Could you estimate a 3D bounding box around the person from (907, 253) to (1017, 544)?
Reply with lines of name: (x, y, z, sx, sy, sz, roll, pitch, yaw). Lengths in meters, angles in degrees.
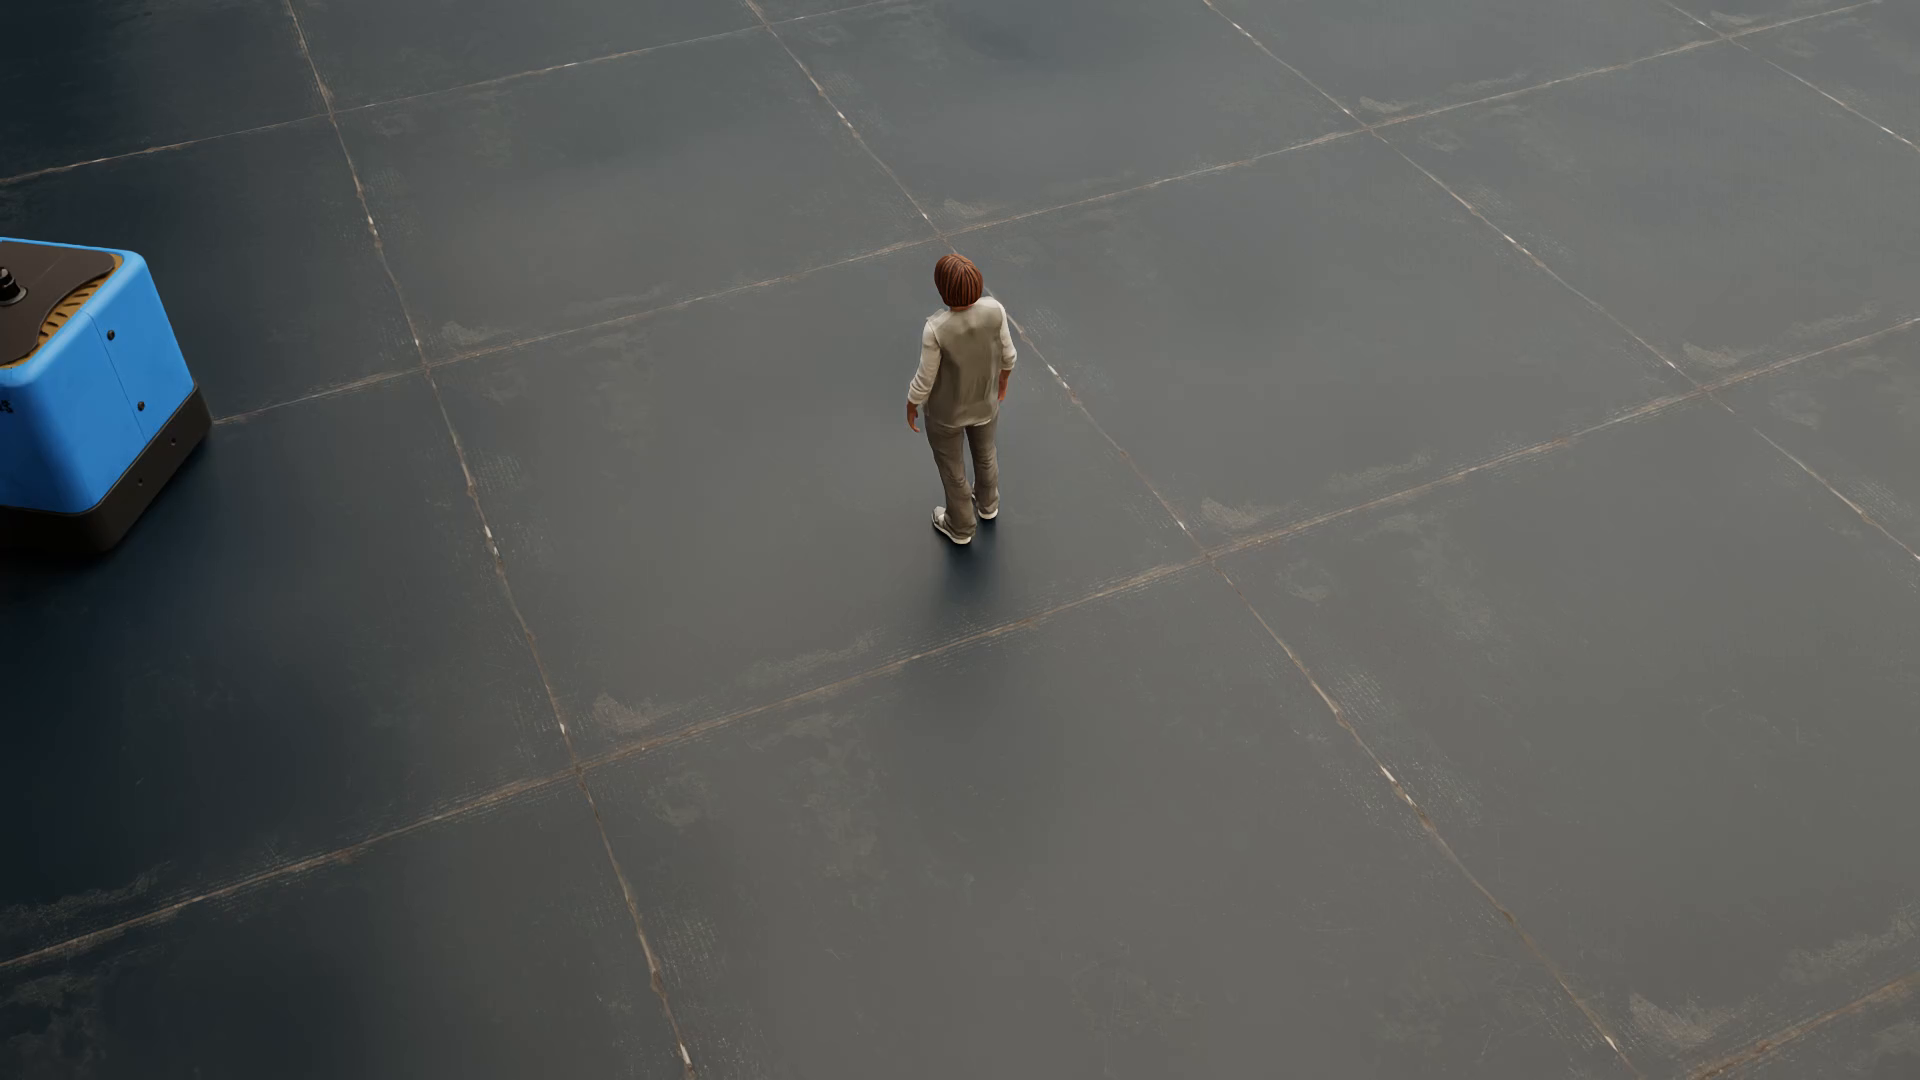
person: (-0.018, -0.639, 7.331, 0.520, 1.597, 0.475, -18, 46, -18)

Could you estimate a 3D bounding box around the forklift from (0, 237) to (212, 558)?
forklift: (-5.319, -1.475, 7.261, 3.031, 2.935, 1.130, 7, 43, 7)
